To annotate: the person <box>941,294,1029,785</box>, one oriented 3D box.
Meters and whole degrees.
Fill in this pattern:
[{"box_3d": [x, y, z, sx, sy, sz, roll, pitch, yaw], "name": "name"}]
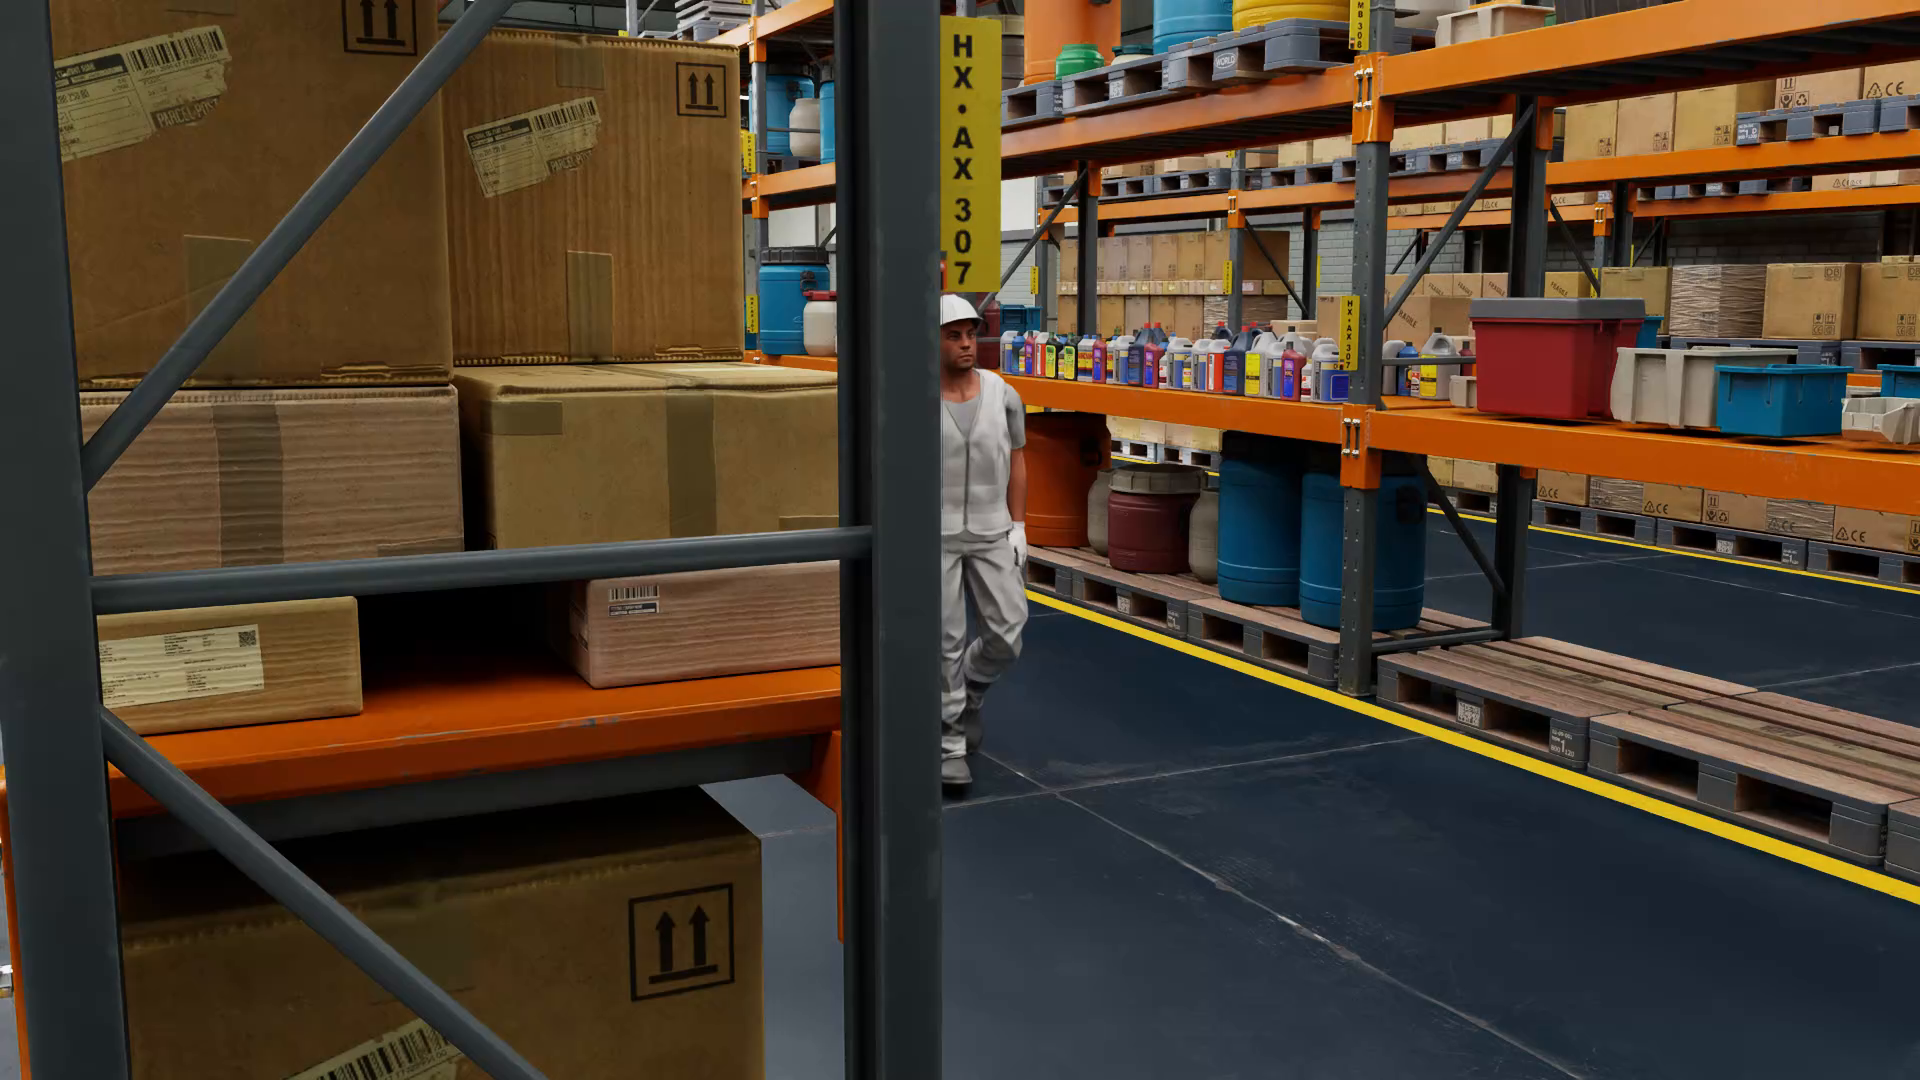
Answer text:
[{"box_3d": [-0.013, -0.009, 6.148, 0.546, 1.781, 0.569, -2, 9, -14], "name": "person"}]
